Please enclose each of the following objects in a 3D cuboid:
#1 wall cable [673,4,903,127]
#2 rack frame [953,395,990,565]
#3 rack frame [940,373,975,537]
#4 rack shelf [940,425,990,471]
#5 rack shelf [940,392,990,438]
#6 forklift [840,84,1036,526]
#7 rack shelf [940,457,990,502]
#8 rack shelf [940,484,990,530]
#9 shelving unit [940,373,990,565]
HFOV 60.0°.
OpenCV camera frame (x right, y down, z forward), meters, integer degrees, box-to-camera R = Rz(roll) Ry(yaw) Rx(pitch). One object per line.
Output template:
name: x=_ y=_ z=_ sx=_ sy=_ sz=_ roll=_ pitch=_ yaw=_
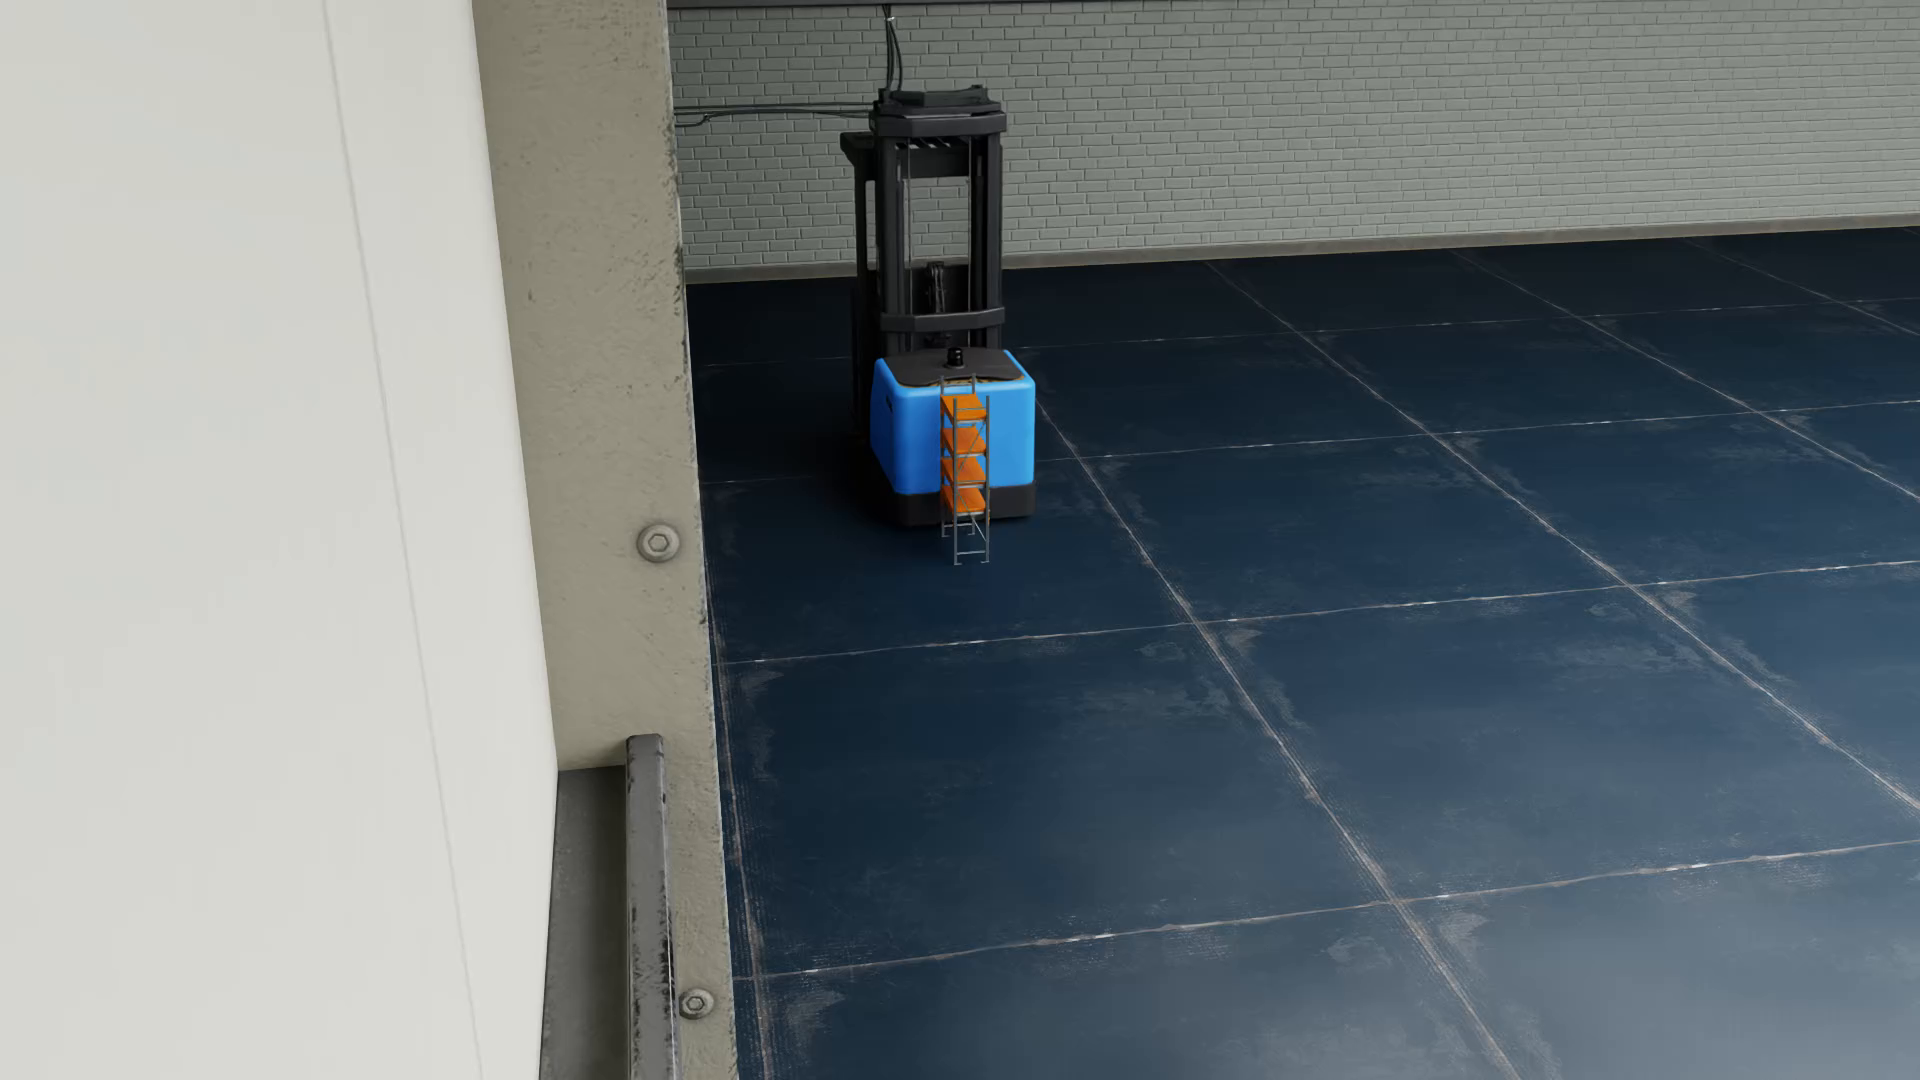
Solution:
wall cable: x=-2.122 y=-5.545 z=17.082 sx=3.097 sy=2.526 sz=0.112 roll=-4 pitch=24 yaw=-10
rack frame: x=0.076 y=-0.389 z=11.141 sx=0.240 sy=1.200 sz=0.015 roll=-4 pitch=24 yaw=-10
rack frame: x=-0.014 y=-0.581 z=11.581 sx=0.240 sy=1.200 sz=0.015 roll=-4 pitch=24 yaw=-10
rack shelf: x=0.031 y=-0.628 z=11.298 sx=0.258 sy=0.148 sz=0.480 roll=-4 pitch=24 yaw=-10
rack shelf: x=0.031 y=-0.845 z=11.203 sx=0.258 sy=0.148 sz=0.480 roll=-4 pitch=24 yaw=-10
forklift: x=-0.283 y=-2.003 z=12.675 sx=1.130 sy=2.935 sz=3.031 roll=-5 pitch=24 yaw=-12
rack shelf: x=0.031 y=-0.423 z=11.388 sx=0.258 sy=0.148 sz=0.480 roll=-4 pitch=24 yaw=-10
rack shelf: x=0.031 y=-0.241 z=11.467 sx=0.258 sy=0.148 sz=0.480 roll=-4 pitch=24 yaw=-10
shelving unit: x=0.031 y=-0.485 z=11.361 sx=0.258 sy=1.200 sz=0.503 roll=-4 pitch=24 yaw=-10
